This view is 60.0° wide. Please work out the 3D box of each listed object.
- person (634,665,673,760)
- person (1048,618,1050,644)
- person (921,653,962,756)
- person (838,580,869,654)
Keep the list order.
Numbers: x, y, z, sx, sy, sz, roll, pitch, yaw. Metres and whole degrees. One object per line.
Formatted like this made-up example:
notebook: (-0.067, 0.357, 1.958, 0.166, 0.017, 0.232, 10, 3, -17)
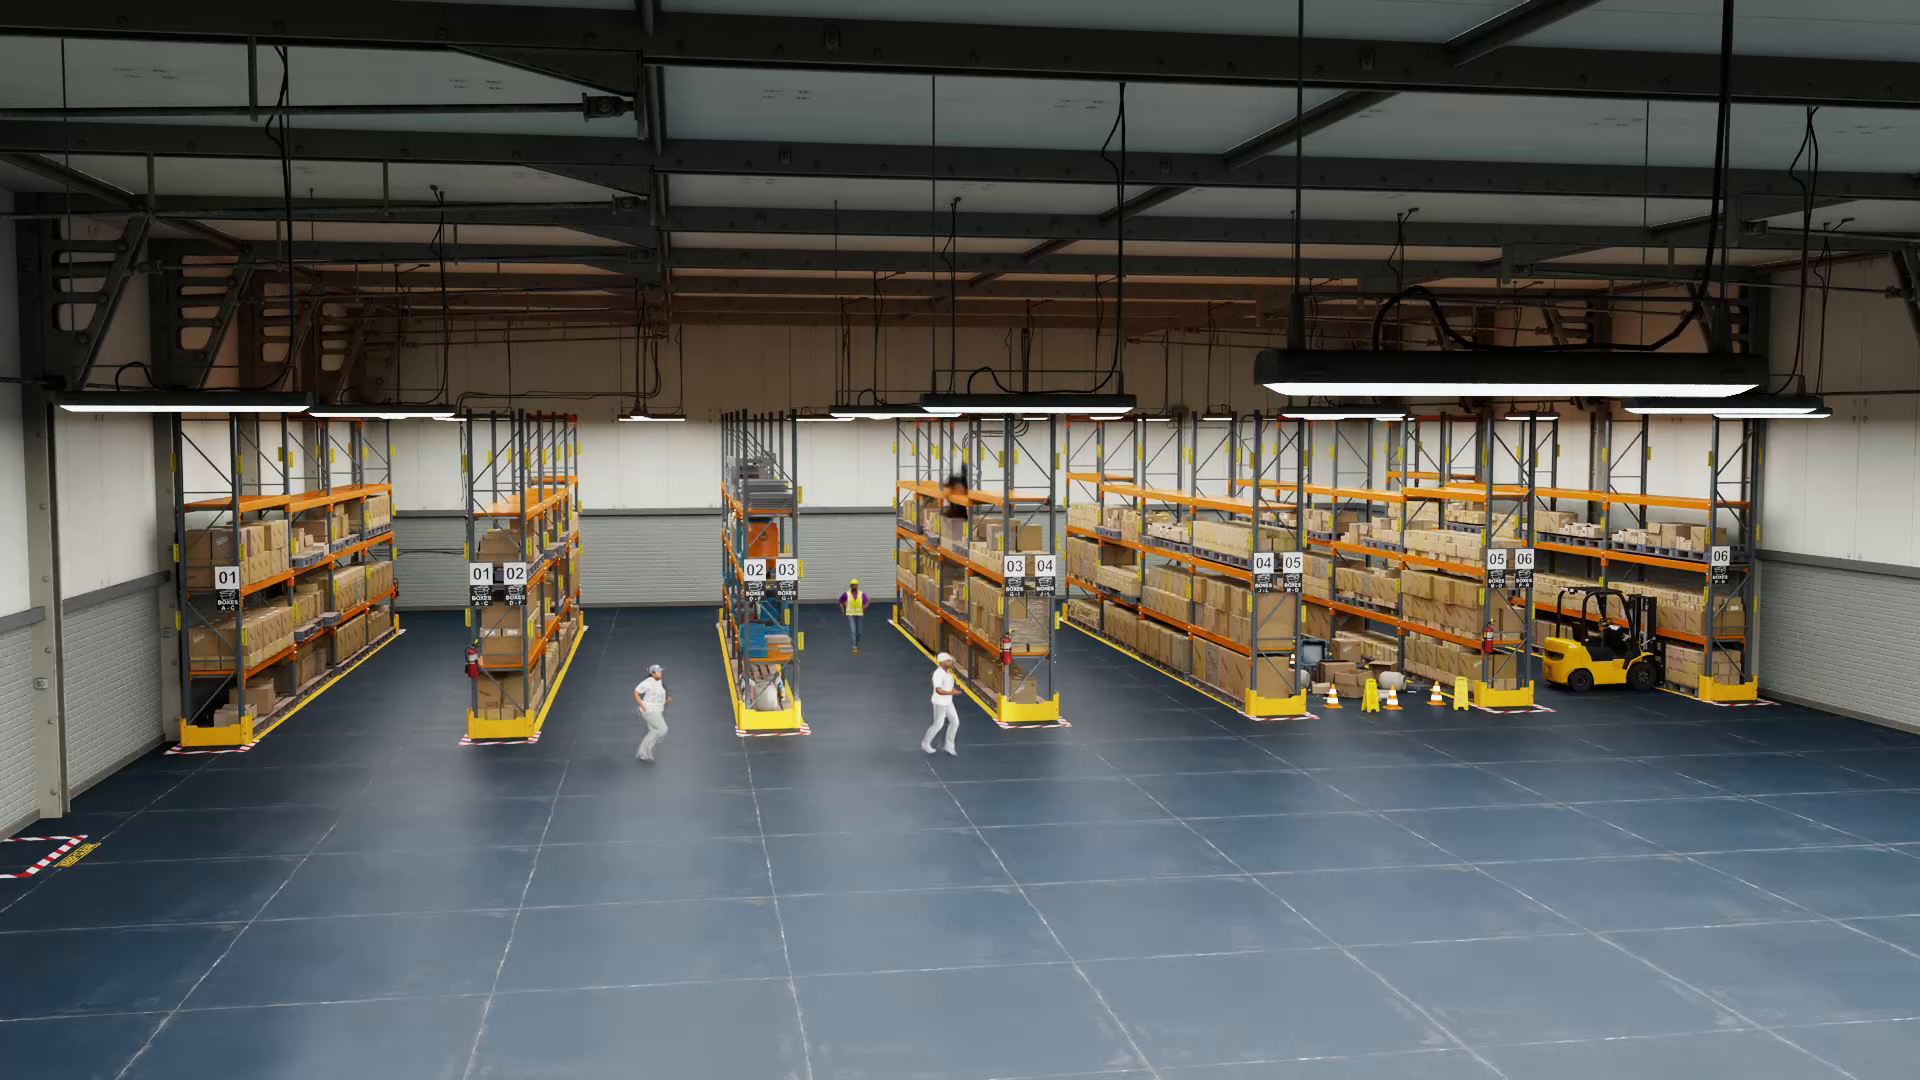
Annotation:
person: (-5.208, 2.929, 28.259, 0.643, 1.622, 0.591, 1, 4, 12)
person: (2.013, 1.830, 39.695, 0.579, 1.688, 0.853, -1, 4, -17)
person: (-0.296, 2.855, 28.702, 0.754, 1.839, 0.719, 1, 4, 19)
person: (-2.506, 1.817, 39.470, 0.714, 1.760, 0.791, -1, 4, -14)
